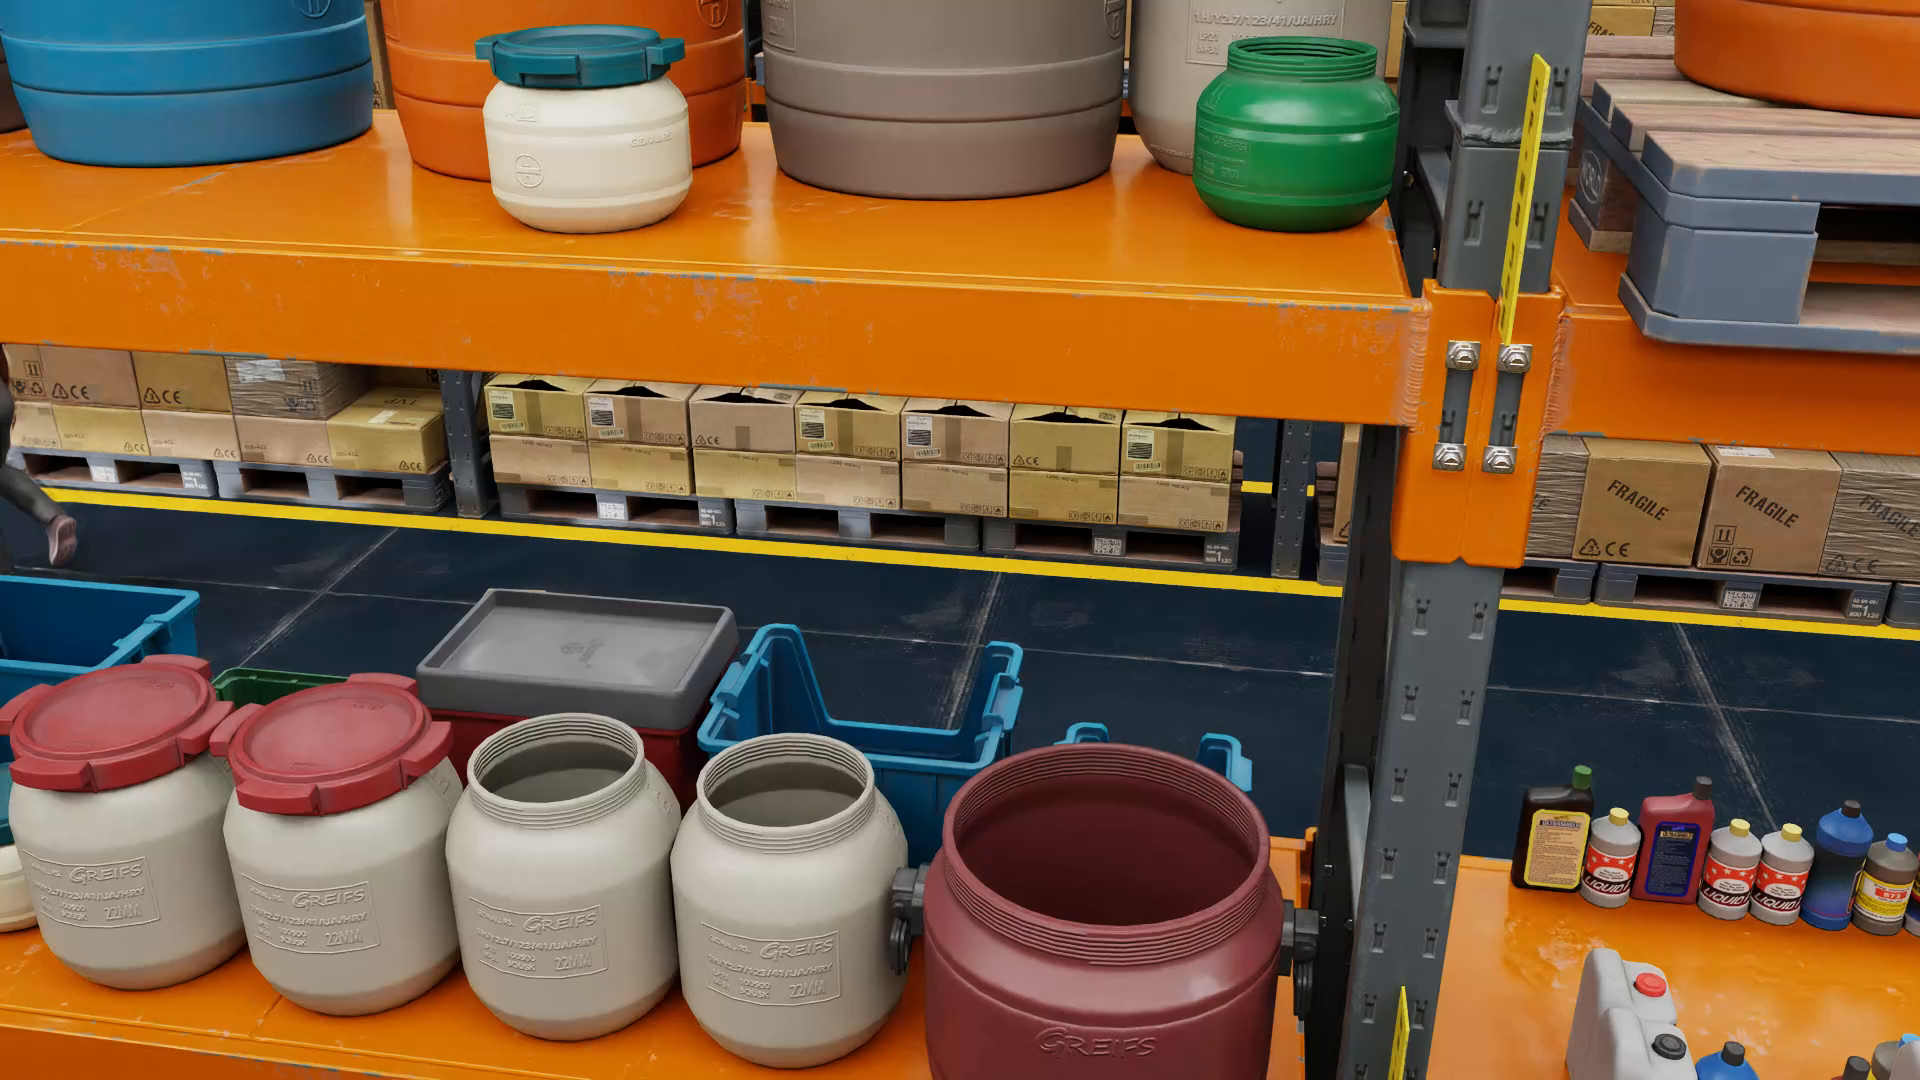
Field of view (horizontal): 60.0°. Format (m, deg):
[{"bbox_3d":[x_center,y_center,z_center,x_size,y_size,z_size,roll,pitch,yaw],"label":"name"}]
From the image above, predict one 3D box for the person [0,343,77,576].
[{"bbox_3d":[-4.300,-0.562,7.274,0.549,1.647,0.445,5,26,11],"label":"person"}]
